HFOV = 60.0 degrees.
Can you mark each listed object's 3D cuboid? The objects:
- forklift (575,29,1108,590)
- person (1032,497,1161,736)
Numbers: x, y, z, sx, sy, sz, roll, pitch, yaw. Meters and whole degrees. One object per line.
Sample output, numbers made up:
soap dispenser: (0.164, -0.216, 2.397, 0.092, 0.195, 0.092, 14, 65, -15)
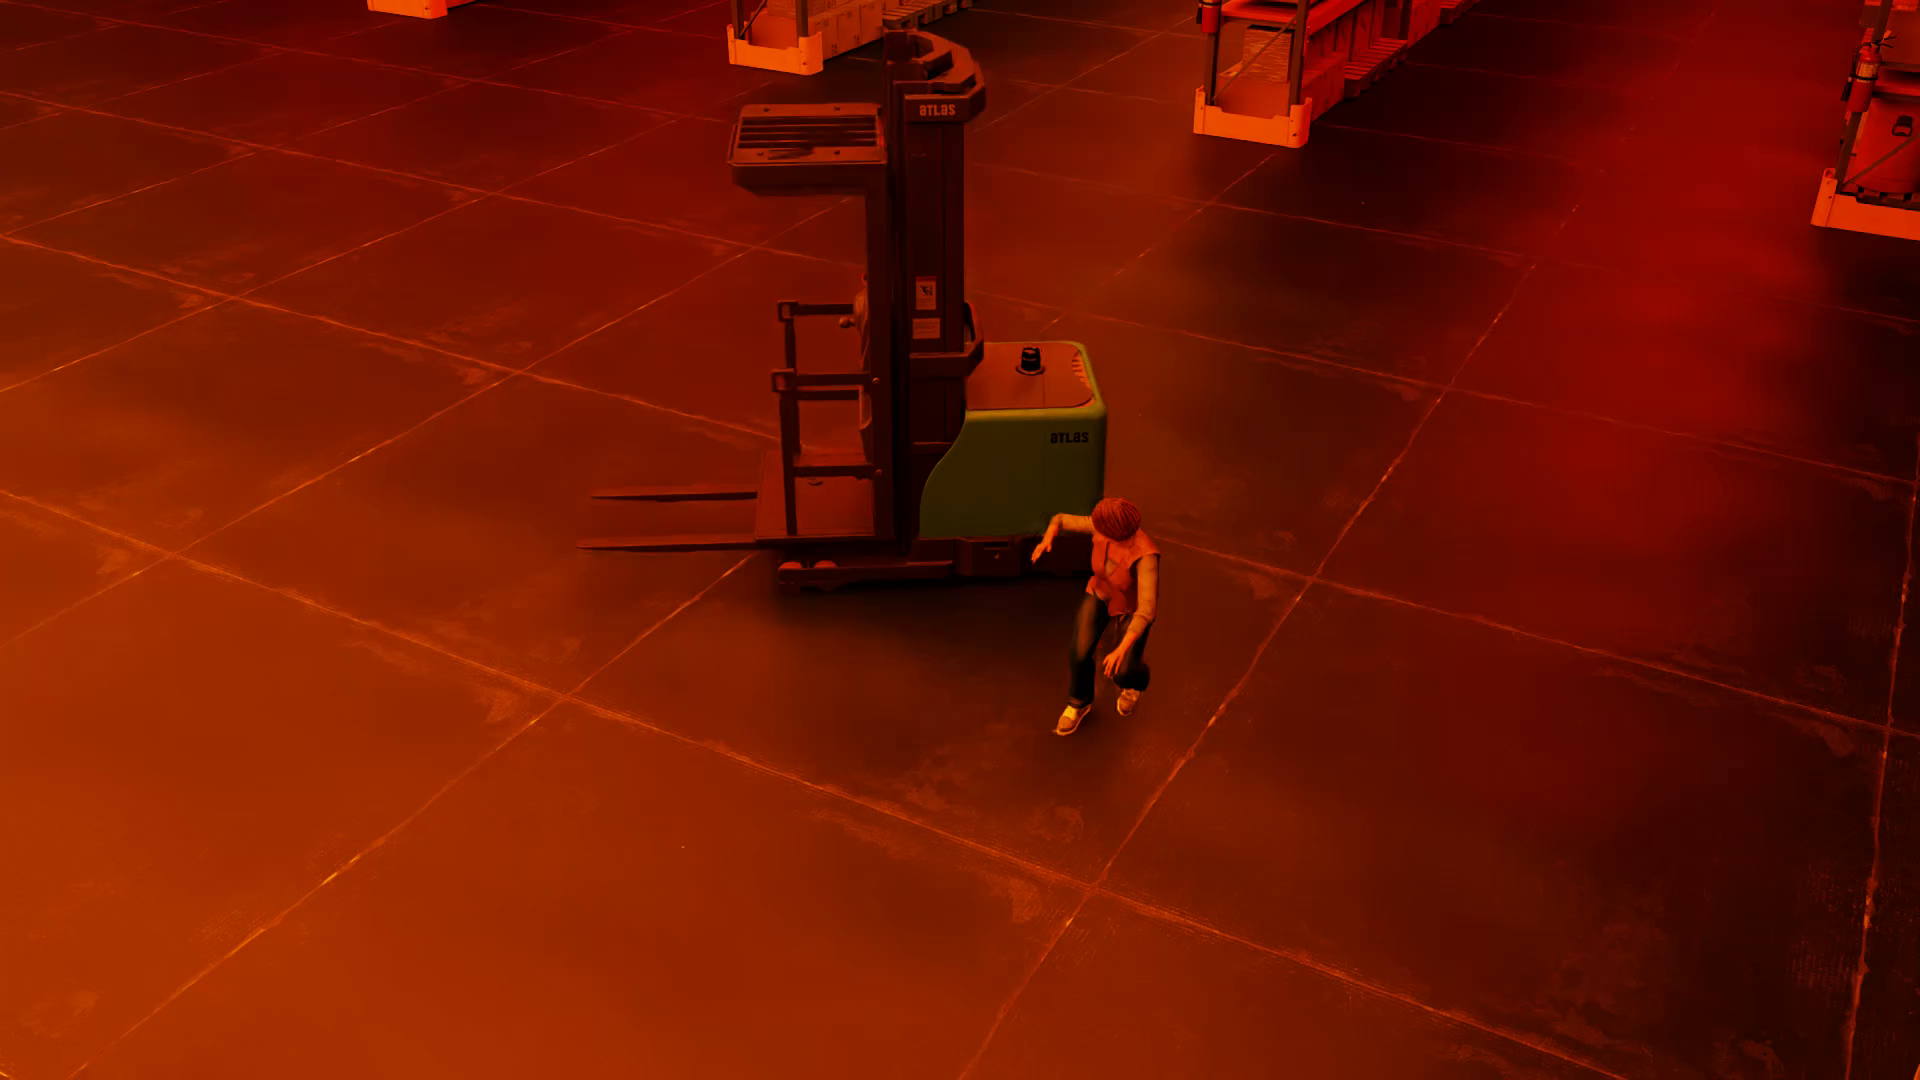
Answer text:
forklift: (-0.709, -1.251, 9.238, 3.031, 2.935, 1.130, -2, 30, -3)
person: (0.650, 0.388, 8.008, 0.643, 1.325, 0.881, 14, 33, 23)
